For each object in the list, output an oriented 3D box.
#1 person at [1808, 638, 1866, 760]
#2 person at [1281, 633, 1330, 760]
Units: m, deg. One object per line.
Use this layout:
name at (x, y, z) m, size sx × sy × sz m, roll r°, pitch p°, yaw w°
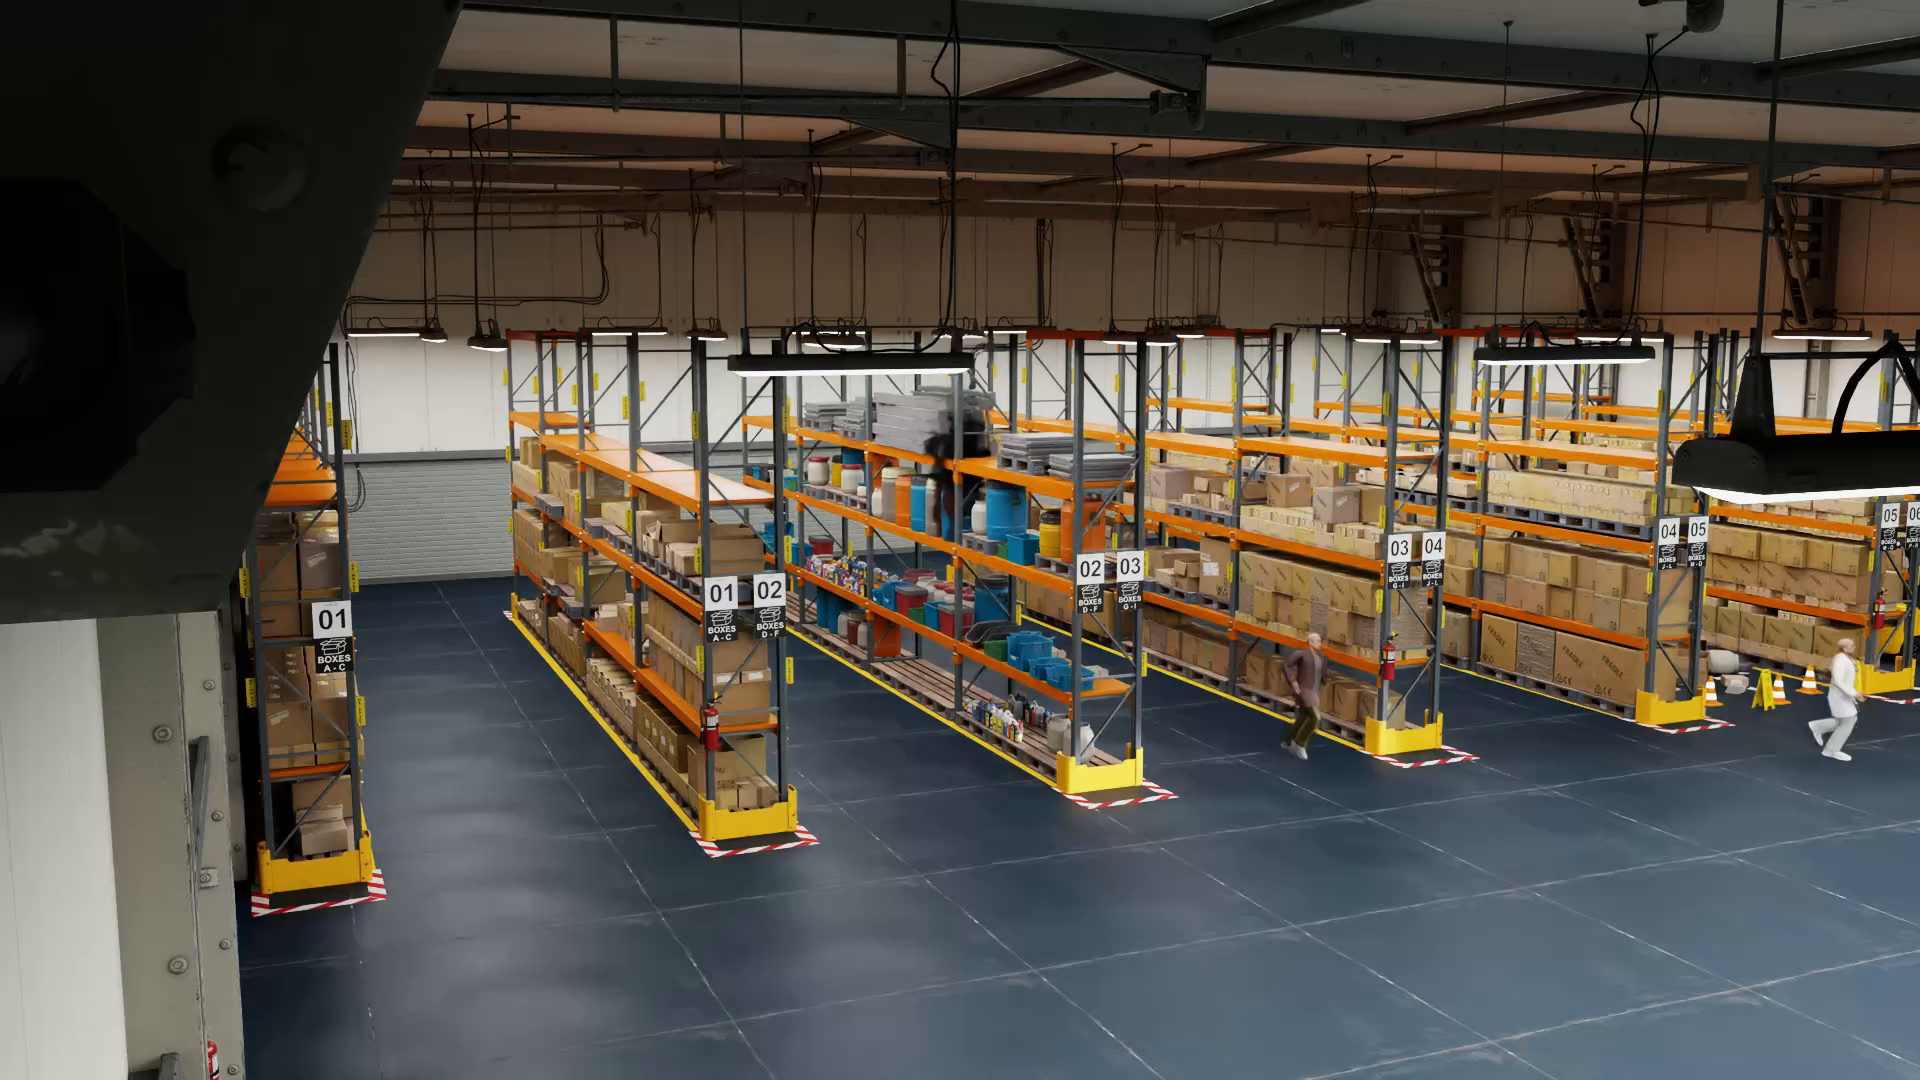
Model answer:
person at (12.549, 2.255, 23.772) m, size 0.707 × 1.748 × 0.739 m, roll 5°, pitch 9°, yaw 30°
person at (5.026, 2.232, 23.927) m, size 0.667 × 1.793 × 0.715 m, roll -7°, pitch 11°, yaw -43°
